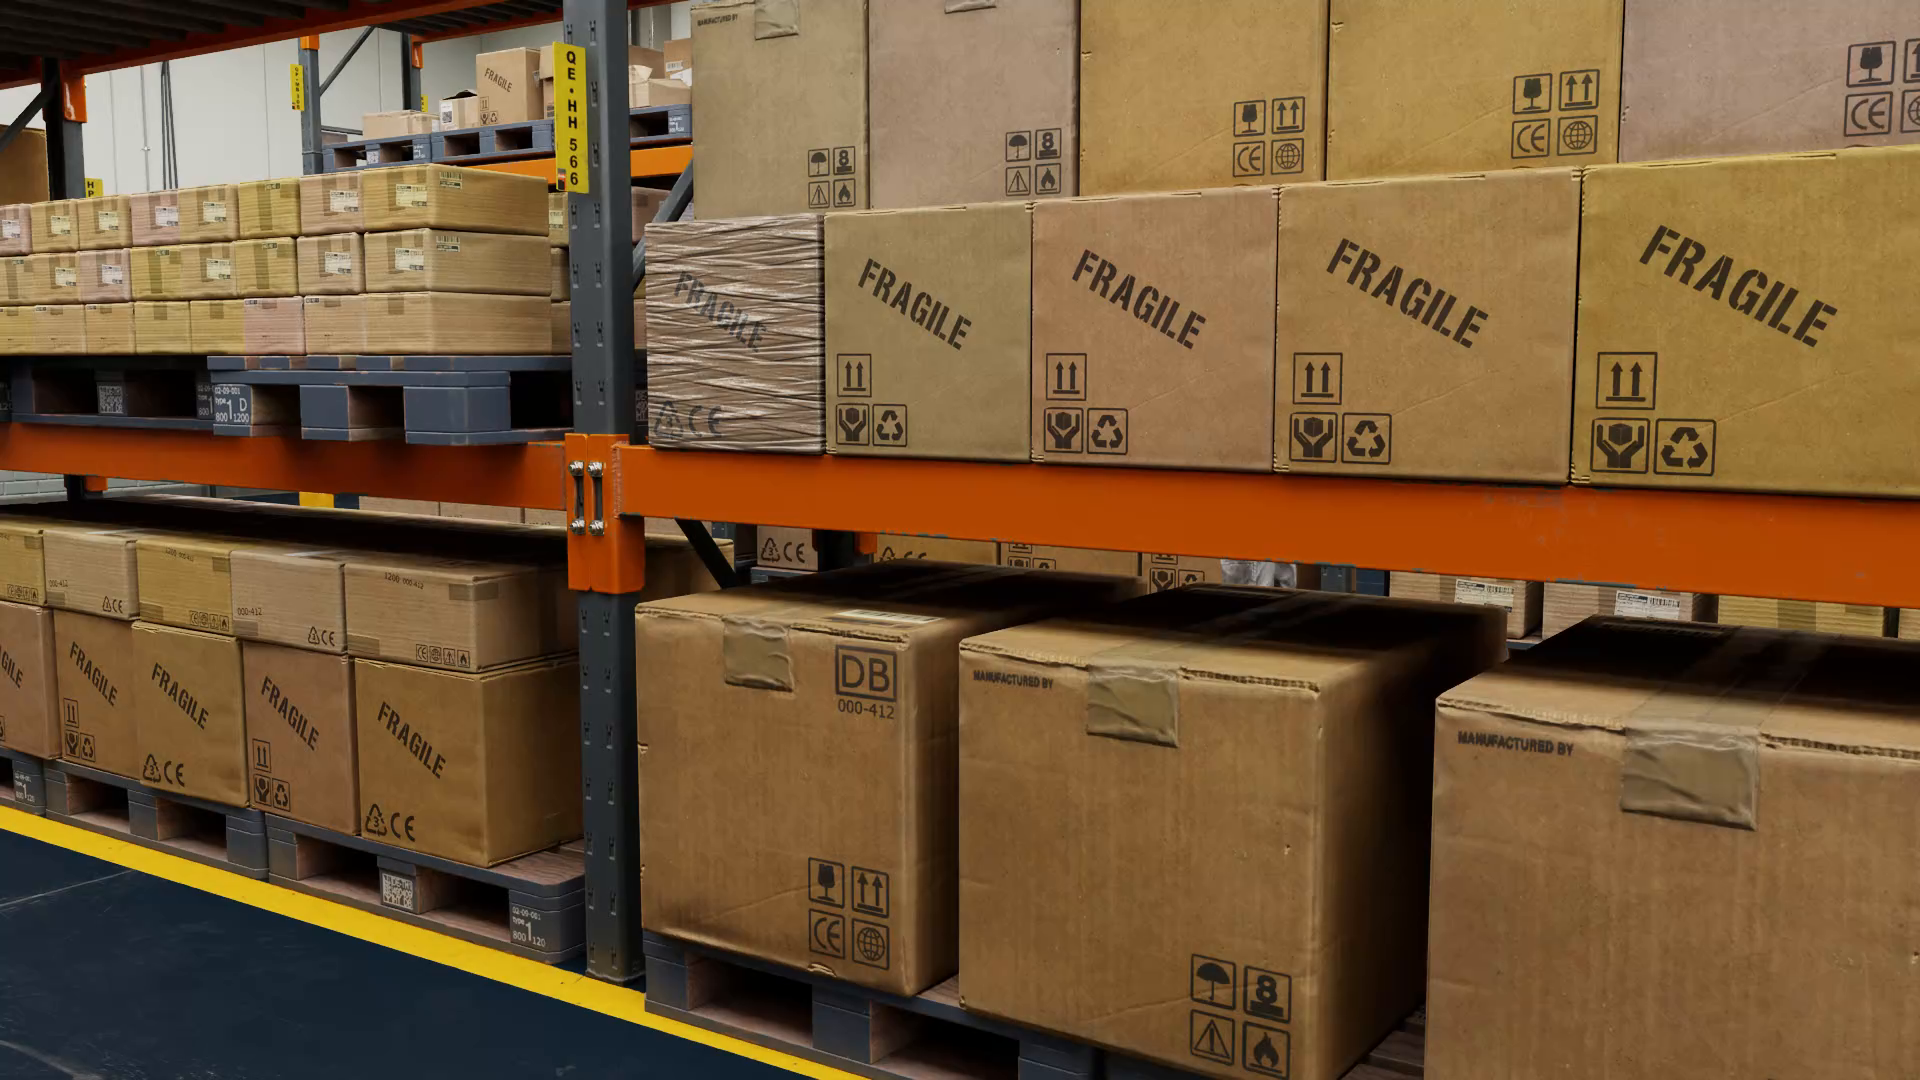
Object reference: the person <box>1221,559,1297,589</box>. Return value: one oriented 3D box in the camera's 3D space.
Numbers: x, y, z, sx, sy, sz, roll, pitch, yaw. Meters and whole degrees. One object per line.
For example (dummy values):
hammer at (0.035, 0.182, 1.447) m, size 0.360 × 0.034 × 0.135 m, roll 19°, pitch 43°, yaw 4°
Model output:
person at (1.211, -0.104, 6.626) m, size 0.443 × 1.775 × 0.631 m, roll 4°, pitch 7°, yaw 31°
